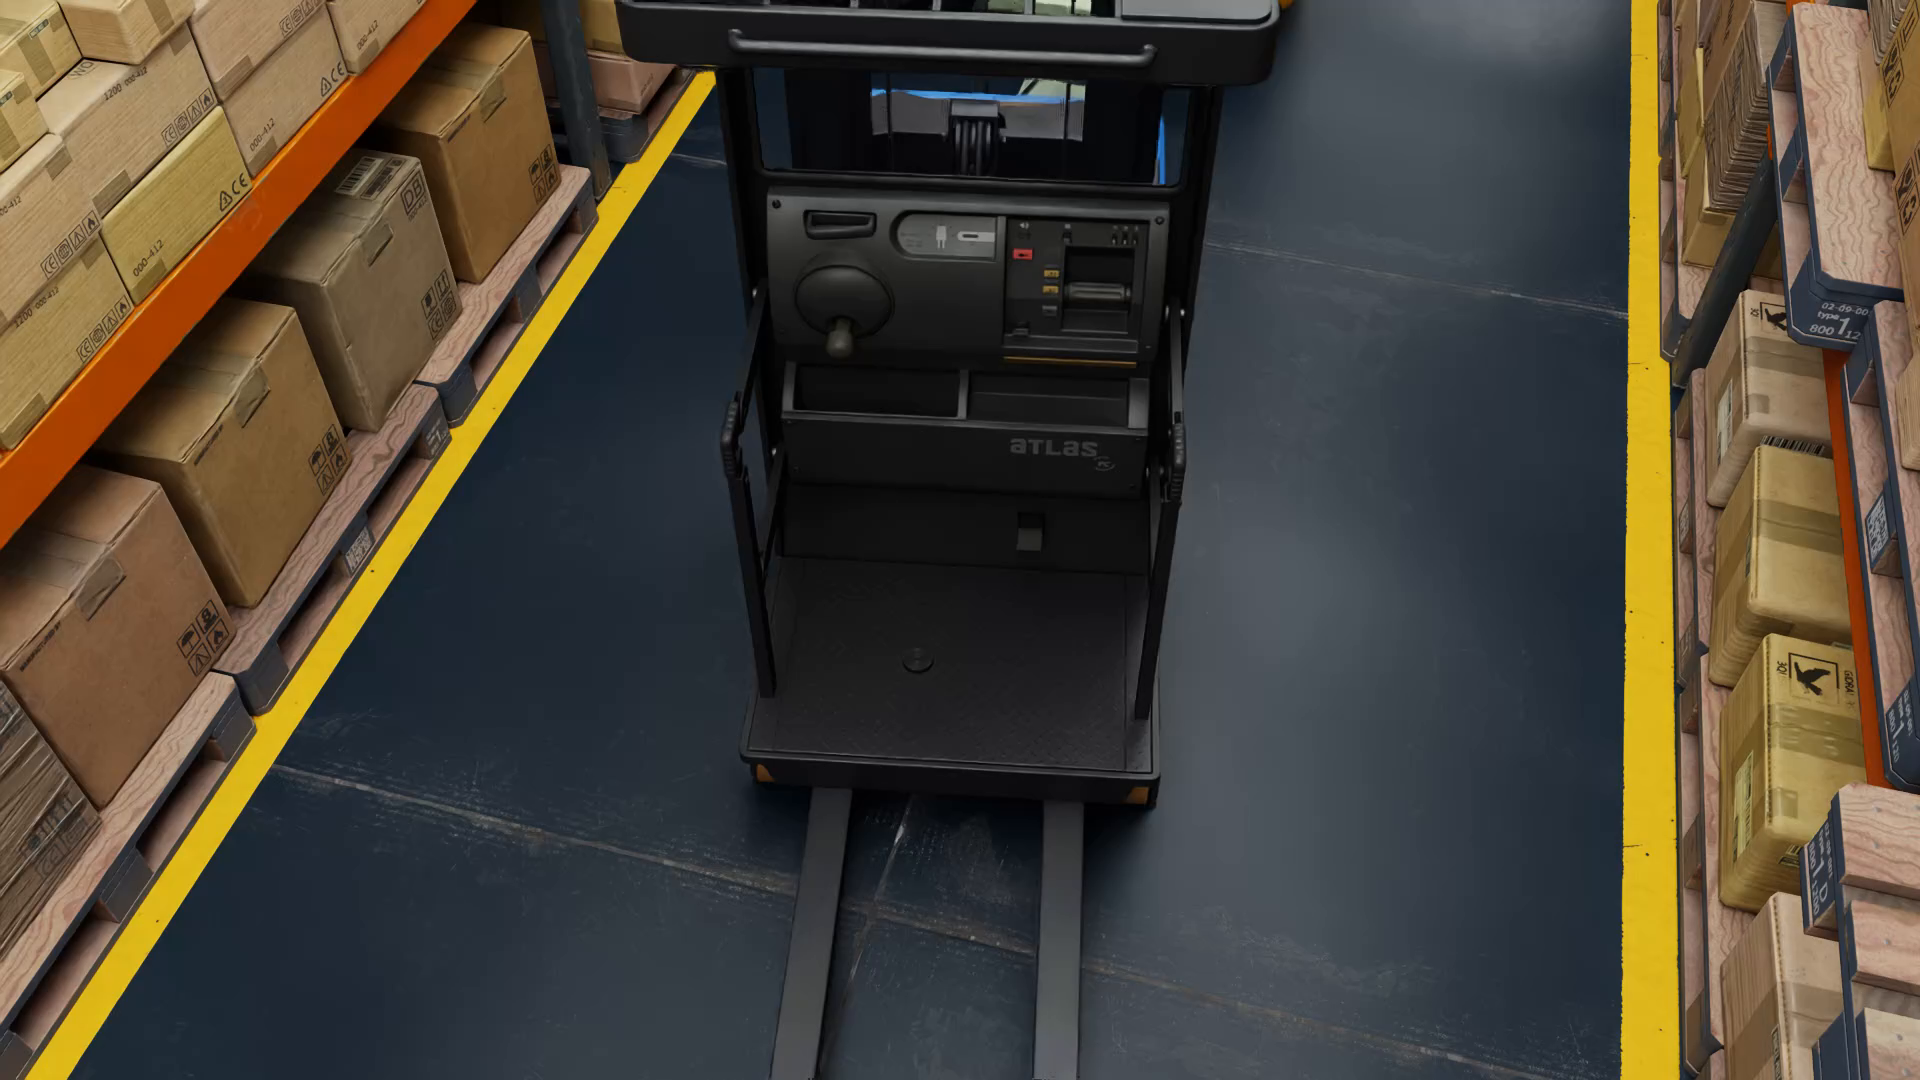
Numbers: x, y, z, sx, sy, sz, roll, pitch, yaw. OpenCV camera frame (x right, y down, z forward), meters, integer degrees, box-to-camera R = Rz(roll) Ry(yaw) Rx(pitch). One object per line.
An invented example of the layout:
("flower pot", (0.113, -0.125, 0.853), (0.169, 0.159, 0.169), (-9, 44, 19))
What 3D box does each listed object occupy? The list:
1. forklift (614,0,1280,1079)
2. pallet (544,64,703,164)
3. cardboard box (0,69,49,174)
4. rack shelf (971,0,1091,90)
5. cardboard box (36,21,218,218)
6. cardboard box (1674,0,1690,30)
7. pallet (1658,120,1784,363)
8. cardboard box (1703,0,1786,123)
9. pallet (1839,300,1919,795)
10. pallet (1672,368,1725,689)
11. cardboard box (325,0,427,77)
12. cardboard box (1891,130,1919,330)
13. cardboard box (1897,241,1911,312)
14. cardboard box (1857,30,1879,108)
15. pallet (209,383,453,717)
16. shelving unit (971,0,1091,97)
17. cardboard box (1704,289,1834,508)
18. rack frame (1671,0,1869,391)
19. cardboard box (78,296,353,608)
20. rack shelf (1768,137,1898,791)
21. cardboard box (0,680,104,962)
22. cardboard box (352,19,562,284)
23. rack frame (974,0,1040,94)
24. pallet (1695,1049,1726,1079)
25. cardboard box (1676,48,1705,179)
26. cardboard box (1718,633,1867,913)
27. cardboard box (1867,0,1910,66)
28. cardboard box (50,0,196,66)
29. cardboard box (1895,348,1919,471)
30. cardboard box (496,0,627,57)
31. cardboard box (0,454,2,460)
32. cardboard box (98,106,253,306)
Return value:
("forklift", (0.002, -0.506, 3.742), (1.130, 2.935, 3.031), (3, 49, 3))
("pallet", (-1.600, -2.079, 6.944), (1.003, 0.211, 1.213), (12, 50, 10))
("cardboard box", (-2.205, -0.897, 3.542), (0.380, 0.149, 0.250), (13, 50, 11))
("rack shelf", (0.336, -1.738, 5.263), (0.431, 0.370, 0.720), (12, 50, 10))
("cardboard box", (-2.152, -1.041, 3.935), (0.500, 0.250, 0.500), (12, 50, 11))
("cardboard box", (3.241, -2.286, 6.821), (0.500, 0.250, 0.500), (15, 50, 13))
("pallet", (3.083, -1.028, 6.016), (1.003, 0.211, 1.213), (12, 50, 10))
("cardboard box", (2.969, -1.784, 5.878), (0.500, 0.500, 0.500), (12, 50, 11))
("pallet", (2.369, 0.059, 3.325), (1.003, 0.211, 1.213), (12, 50, 10))
("pallet", (2.736, 0.028, 5.084), (1.003, 0.211, 1.213), (12, 50, 10))
("cardboard box", (-1.857, -1.604, 4.765), (0.500, 0.250, 0.500), (11, 50, 10))
("cardboard box", (2.265, -0.728, 3.347), (0.500, 0.500, 0.500), (11, 50, 10))
("cardboard box", (2.307, -0.599, 3.666), (0.380, 0.149, 0.250), (12, 50, 11))
("cardboard box", (2.490, -1.176, 4.175), (0.380, 0.149, 0.250), (12, 50, 11))
("pallet", (-2.325, -0.086, 5.185), (1.003, 0.211, 1.213), (12, 50, 10))
("shelving unit", (0.336, -1.480, 5.555), (0.431, 1.500, 0.755), (12, 50, 10))
("cardboard box", (2.804, -0.347, 5.029), (0.950, 0.372, 0.625), (12, 50, 11))
("rack frame", (2.940, -1.458, 4.536), (1.000, 3.000, 0.127), (12, 50, 10))
("cardboard box", (-2.384, -0.304, 4.822), (0.875, 0.625, 0.625), (10, 49, 8))
("rack shelf", (2.414, 0.227, 3.529), (1.077, 0.370, 4.000), (12, 50, 10))
("cardboard box", (-2.725, 0.657, 3.973), (0.875, 0.625, 0.625), (13, 50, 11))
("cardboard box", (-1.976, -1.408, 5.796), (0.875, 0.625, 0.625), (14, 50, 12))
("rack frame", (0.238, -1.215, 5.322), (0.400, 1.500, 0.023), (12, 50, 10))
("pallet", (2.094, 1.793, 3.527), (1.003, 0.211, 1.213), (12, 50, 10))
("cardboard box", (2.967, -1.555, 6.175), (0.500, 0.250, 0.500), (10, 49, 9))
("cardboard box", (2.437, 0.677, 4.125), (0.950, 0.372, 0.625), (13, 50, 11))
("cardboard box", (2.540, -1.446, 3.980), (0.500, 0.500, 0.500), (13, 50, 11))
("cardboard box", (-2.028, -1.254, 3.857), (0.380, 0.149, 0.250), (10, 49, 9))
("cardboard box", (2.120, -0.239, 3.348), (0.380, 0.149, 0.250), (13, 50, 11))
("cardboard box", (-1.425, -2.118, 6.339), (0.500, 0.250, 0.500), (11, 50, 10))
("cardboard box", (-2.413, -0.127, 3.462), (0.500, 0.250, 0.500), (11, 49, 9))
("cardboard box", (-2.146, -0.876, 4.123), (0.500, 0.250, 0.500), (13, 50, 11))
